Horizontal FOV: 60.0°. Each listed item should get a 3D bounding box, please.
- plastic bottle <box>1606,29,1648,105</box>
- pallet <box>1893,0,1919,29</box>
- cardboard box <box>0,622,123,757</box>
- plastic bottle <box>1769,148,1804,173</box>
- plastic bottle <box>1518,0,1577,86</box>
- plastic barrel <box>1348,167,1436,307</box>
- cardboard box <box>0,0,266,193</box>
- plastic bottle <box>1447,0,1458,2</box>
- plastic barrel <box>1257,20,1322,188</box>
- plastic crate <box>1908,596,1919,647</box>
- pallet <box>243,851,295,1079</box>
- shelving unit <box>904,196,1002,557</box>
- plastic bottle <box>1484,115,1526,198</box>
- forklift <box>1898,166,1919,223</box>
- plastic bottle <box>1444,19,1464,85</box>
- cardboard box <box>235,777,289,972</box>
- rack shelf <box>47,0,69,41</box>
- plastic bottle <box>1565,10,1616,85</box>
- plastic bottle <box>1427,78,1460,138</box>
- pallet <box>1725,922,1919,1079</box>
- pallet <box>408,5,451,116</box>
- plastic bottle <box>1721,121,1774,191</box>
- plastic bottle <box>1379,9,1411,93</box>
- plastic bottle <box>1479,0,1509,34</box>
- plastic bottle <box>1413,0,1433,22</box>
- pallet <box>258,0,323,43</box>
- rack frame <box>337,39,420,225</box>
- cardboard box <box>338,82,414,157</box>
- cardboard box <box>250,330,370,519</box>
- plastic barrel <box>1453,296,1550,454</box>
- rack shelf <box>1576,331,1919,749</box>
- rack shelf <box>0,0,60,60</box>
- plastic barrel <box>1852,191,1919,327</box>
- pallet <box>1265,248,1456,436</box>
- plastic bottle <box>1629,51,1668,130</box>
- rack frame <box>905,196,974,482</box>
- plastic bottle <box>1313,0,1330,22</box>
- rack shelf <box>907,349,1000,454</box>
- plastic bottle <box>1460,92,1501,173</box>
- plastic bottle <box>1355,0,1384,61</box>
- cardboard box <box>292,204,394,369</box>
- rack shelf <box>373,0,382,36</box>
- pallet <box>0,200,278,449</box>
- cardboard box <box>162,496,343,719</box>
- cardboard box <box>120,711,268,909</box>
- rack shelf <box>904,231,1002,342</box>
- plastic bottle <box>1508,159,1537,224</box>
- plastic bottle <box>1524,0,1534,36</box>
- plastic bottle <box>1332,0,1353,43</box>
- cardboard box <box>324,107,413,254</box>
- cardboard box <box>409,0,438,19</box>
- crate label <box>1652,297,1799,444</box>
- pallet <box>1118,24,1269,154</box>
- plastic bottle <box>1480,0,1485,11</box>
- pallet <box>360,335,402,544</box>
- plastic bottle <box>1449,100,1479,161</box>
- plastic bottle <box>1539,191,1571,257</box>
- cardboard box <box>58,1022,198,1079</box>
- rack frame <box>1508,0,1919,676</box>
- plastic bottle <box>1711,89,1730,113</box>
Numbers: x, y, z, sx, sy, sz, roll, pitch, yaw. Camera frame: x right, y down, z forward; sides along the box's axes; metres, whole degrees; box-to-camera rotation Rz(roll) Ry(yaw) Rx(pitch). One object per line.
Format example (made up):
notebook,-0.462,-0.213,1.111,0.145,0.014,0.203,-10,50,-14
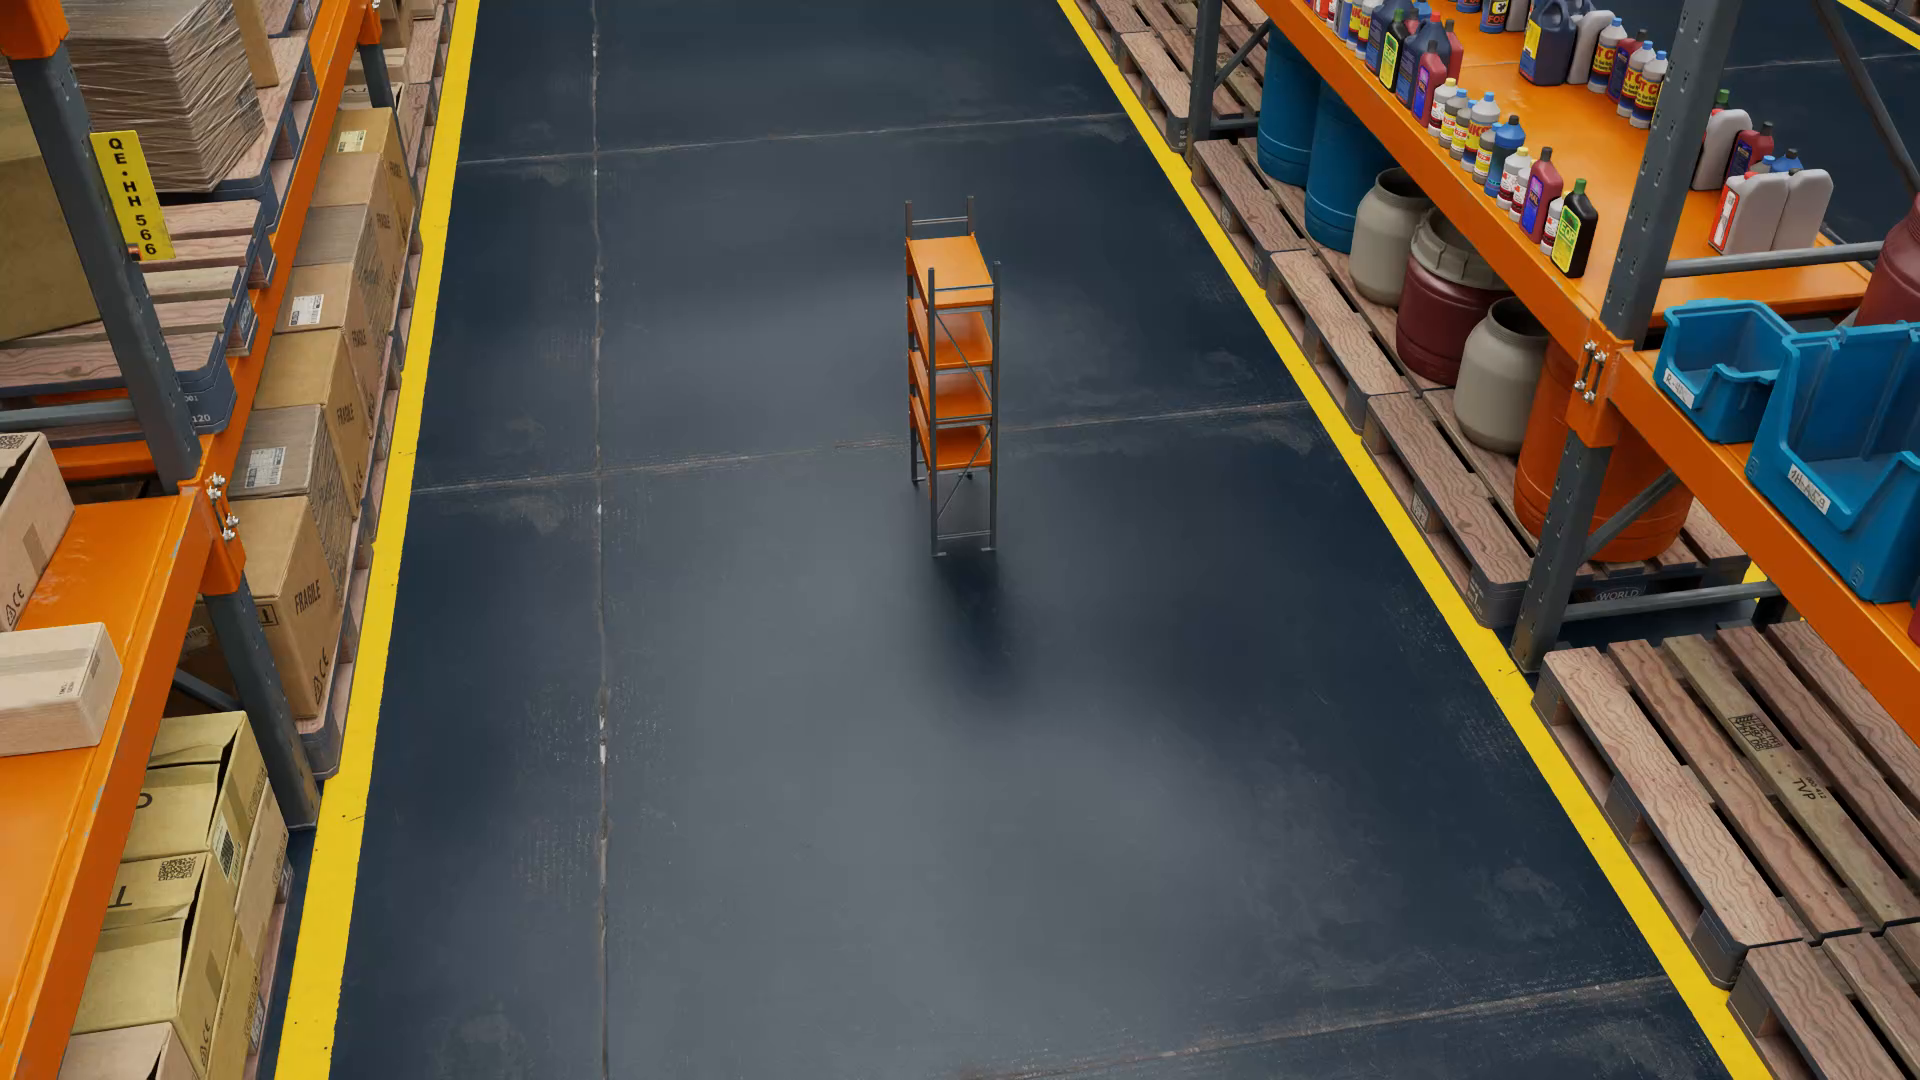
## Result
plastic bottle,2.482,-1.766,6.173,0.061,0.283,0.133,-6,38,-8
pallet,6.516,-3.128,10.105,1.003,0.211,1.213,-6,38,-8
cardboard box,-2.050,0.330,3.585,0.380,0.149,0.250,-6,38,-8
plastic bottle,2.647,-1.131,5.366,0.097,0.271,0.097,0,38,0
plastic bottle,2.247,-1.927,6.325,0.144,0.351,0.185,-6,38,-8
plastic barrel,1.910,-1.304,7.169,0.421,0.512,0.421,0,38,0
cardboard box,-2.673,-1.429,5.221,0.700,0.500,0.500,0,38,1
plastic bottle,2.117,-2.425,7.031,0.097,0.271,0.097,0,38,0
plastic barrel,1.775,-2.236,8.051,0.600,0.901,0.708,-6,38,-8
plastic crate,2.380,0.171,3.533,0.402,0.464,0.583,-6,38,-8
pallet,-2.374,1.320,4.379,1.003,0.211,1.213,-6,38,-8
shelving unit,-0.029,-0.574,6.011,0.258,1.200,0.503,-6,38,-8
plastic bottle,1.830,-1.289,5.569,0.097,0.271,0.097,0,38,0
forklift,4.952,-1.410,5.676,1.130,2.935,3.031,-8,39,-10
plastic bottle,1.816,-1.783,6.195,0.061,0.283,0.133,-6,38,-8
cardboard box,-2.147,0.929,4.508,0.500,0.250,0.500,-5,38,-7
rack shelf,-2.830,-2.391,5.024,1.077,0.370,4.000,-6,38,-8
plastic bottle,2.397,-1.898,6.349,0.152,0.276,0.135,-6,38,-8
plastic bottle,1.744,-1.556,5.969,0.097,0.201,0.097,0,38,0
pallet,2.706,1.496,4.153,1.003,0.211,1.213,-6,38,-8
pallet,-3.518,-2.751,9.619,1.003,0.211,1.213,-6,38,-8
plastic bottle,2.627,-1.267,5.530,0.061,0.283,0.133,-6,38,-8
plastic bottle,1.650,-1.848,6.279,0.061,0.283,0.133,-6,38,-8
plastic bottle,2.181,-2.204,6.746,0.097,0.271,0.097,0,38,0
plastic bottle,1.775,-1.983,6.463,0.097,0.271,0.097,0,38,0
pallet,-3.148,-2.128,6.701,1.003,0.211,1.213,-6,38,-8
rack frame,-3.181,-2.699,7.279,1.000,3.000,0.127,-6,38,-8
cardboard box,-3.042,-2.087,8.325,0.500,0.311,0.500,-6,38,-8
cardboard box,-2.458,-0.394,5.991,0.500,0.500,0.500,-7,38,-9
plastic barrel,2.108,-0.622,6.291,0.421,0.512,0.421,0,38,0
rack shelf,2.748,0.679,3.517,1.077,0.370,4.000,-6,38,-8
rack shelf,-2.129,0.025,1.914,1.077,0.370,4.000,-6,38,-8
plastic barrel,2.777,-0.619,4.491,0.600,0.536,0.708,-6,38,-8
pallet,2.008,-0.919,7.261,1.003,0.211,1.213,-6,38,-8
plastic bottle,2.502,-1.631,6.009,0.097,0.271,0.097,0,38,0
rack frame,-0.072,-0.721,6.200,0.240,1.200,0.015,-6,38,-8
plastic bottle,1.565,-2.300,6.867,0.152,0.276,0.135,-6,38,-8
rack shelf,-0.029,-0.521,6.052,0.258,0.148,0.480,-6,38,-8
plastic bottle,1.796,-1.407,5.721,0.097,0.271,0.097,0,38,0
plastic bottle,1.616,-2.027,6.518,0.097,0.271,0.097,0,38,0
cardboard box,-2.646,-1.015,6.791,0.500,0.500,0.500,-6,38,-7
rack shelf,-3.532,-3.622,9.054,1.077,0.370,4.000,-6,38,-8
pallet,-2.668,-0.609,4.745,1.213,0.211,1.003,-6,38,-8
cardboard box,-2.278,0.225,5.194,0.500,0.500,0.500,-5,38,-6
cardboard box,-2.145,0.706,4.338,0.500,0.311,0.500,-5,38,-7
rack shelf,-0.029,-0.884,5.770,0.258,0.148,0.480,-6,38,-8
plastic bottle,1.864,-1.144,5.440,0.097,0.201,0.097,0,38,0
plastic bottle,2.348,-2.134,6.713,0.097,0.201,0.097,0,38,0
plastic bottle,1.605,-2.160,6.687,0.152,0.276,0.135,-6,38,-8
cardboard box,-2.812,-1.618,7.566,0.500,0.500,0.500,-6,38,-8
cardboard box,-3.407,-3.323,9.966,0.500,0.250,0.500,-6,38,-8
crate label,2.102,-0.452,4.523,0.303,0.233,0.416,-6,38,-8
pallet,1.529,-2.568,9.383,1.003,0.211,1.213,-6,38,-8
plastic bottle,2.260,-2.370,6.957,0.152,0.276,0.135,-6,38,-8
pallet,-2.784,-0.372,6.556,1.003,0.211,1.213,-6,38,-8
plastic bottle,1.779,-1.438,5.818,0.097,0.201,0.097,0,38,0
plastic bottle,1.904,-1.005,5.260,0.097,0.201,0.097,0,38,0
cardboard box,-1.962,1.324,3.542,0.500,0.311,0.500,-6,38,-8
rack frame,2.398,-0.813,4.852,1.000,3.000,0.127,-6,38,-8
plastic bottle,2.580,-1.428,5.739,0.061,0.283,0.133,-6,38,-8
